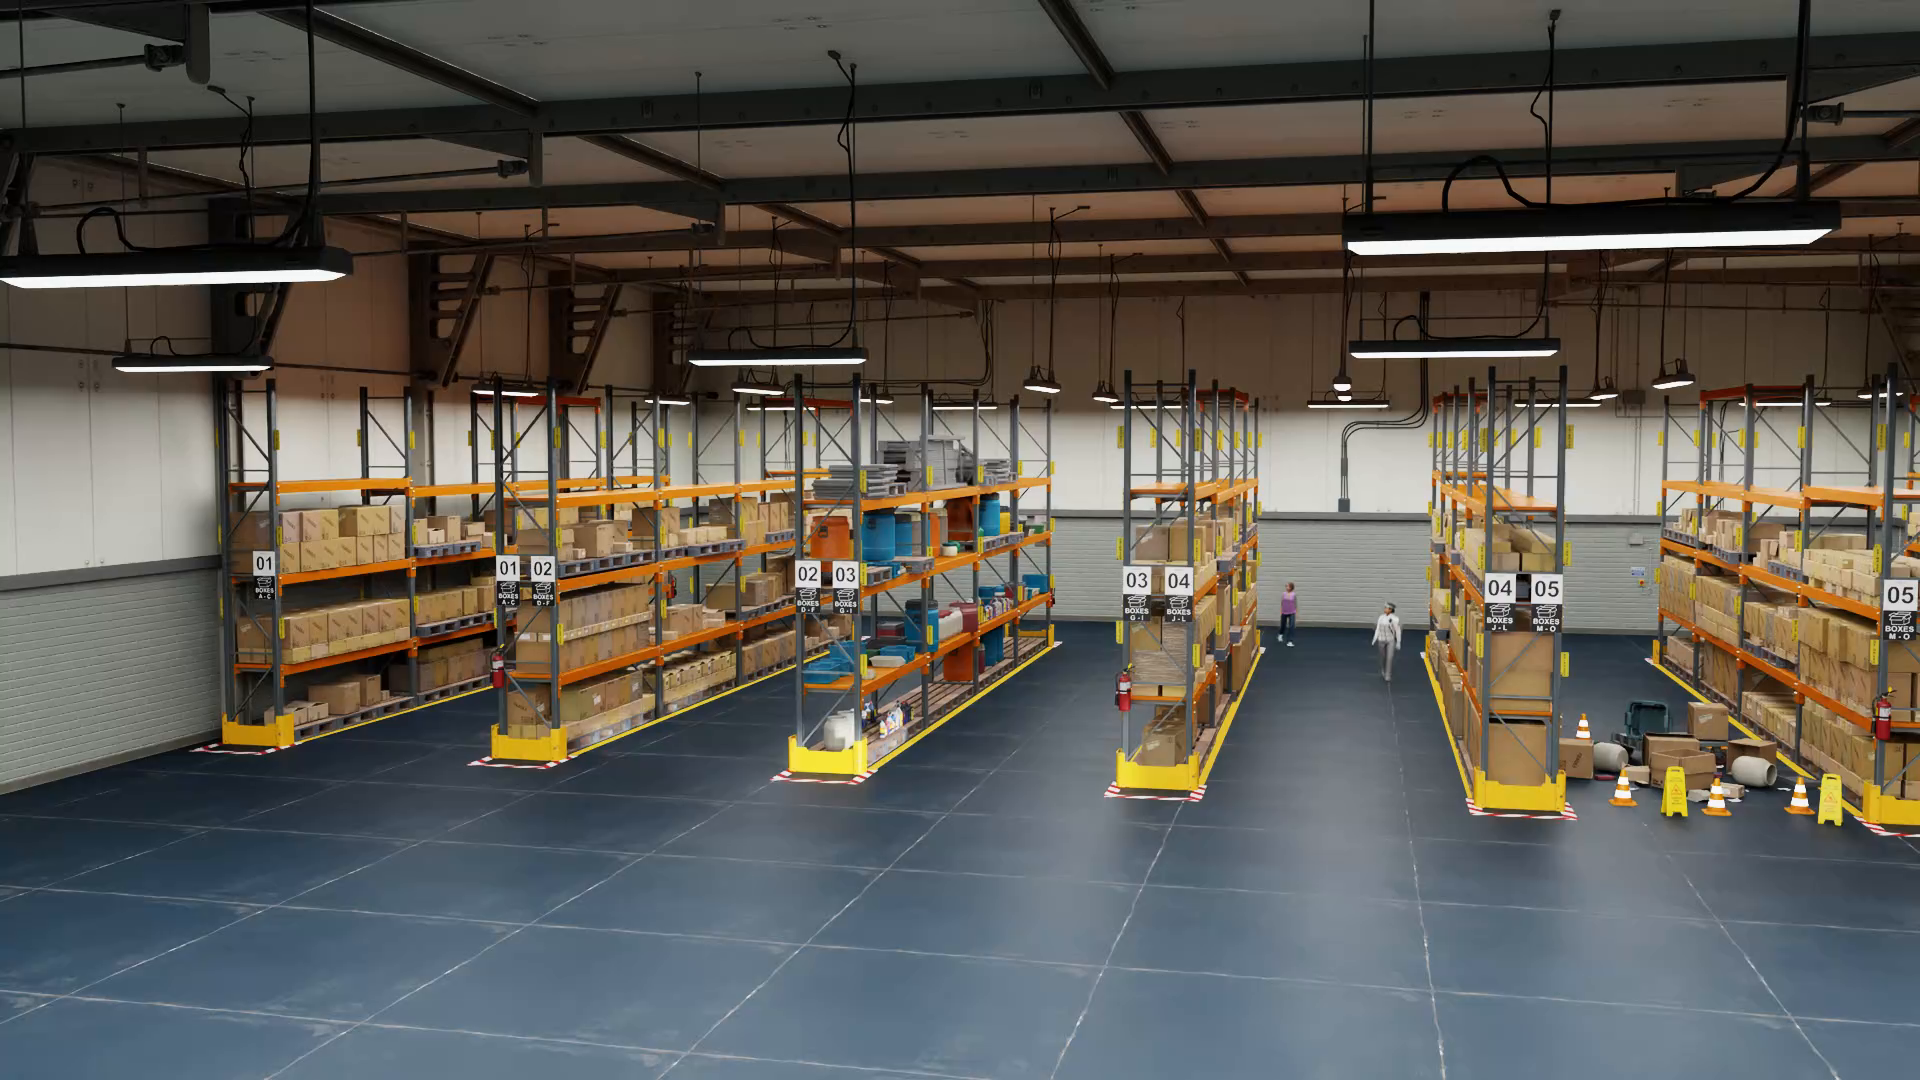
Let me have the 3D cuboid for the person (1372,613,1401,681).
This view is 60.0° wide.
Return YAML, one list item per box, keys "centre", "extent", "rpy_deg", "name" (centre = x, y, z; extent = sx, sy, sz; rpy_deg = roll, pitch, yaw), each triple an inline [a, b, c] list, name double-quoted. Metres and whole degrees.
- centre: [8.908, 2.220, 34.691]
  extent: [0.573, 1.395, 0.963]
  rpy_deg: [1, 4, 20]
  name: "person"

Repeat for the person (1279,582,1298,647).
- centre: [7.978, 1.794, 40.381]
  extent: [0.458, 1.550, 0.647]
  rpy_deg: [0, 3, 1]
  name: "person"
